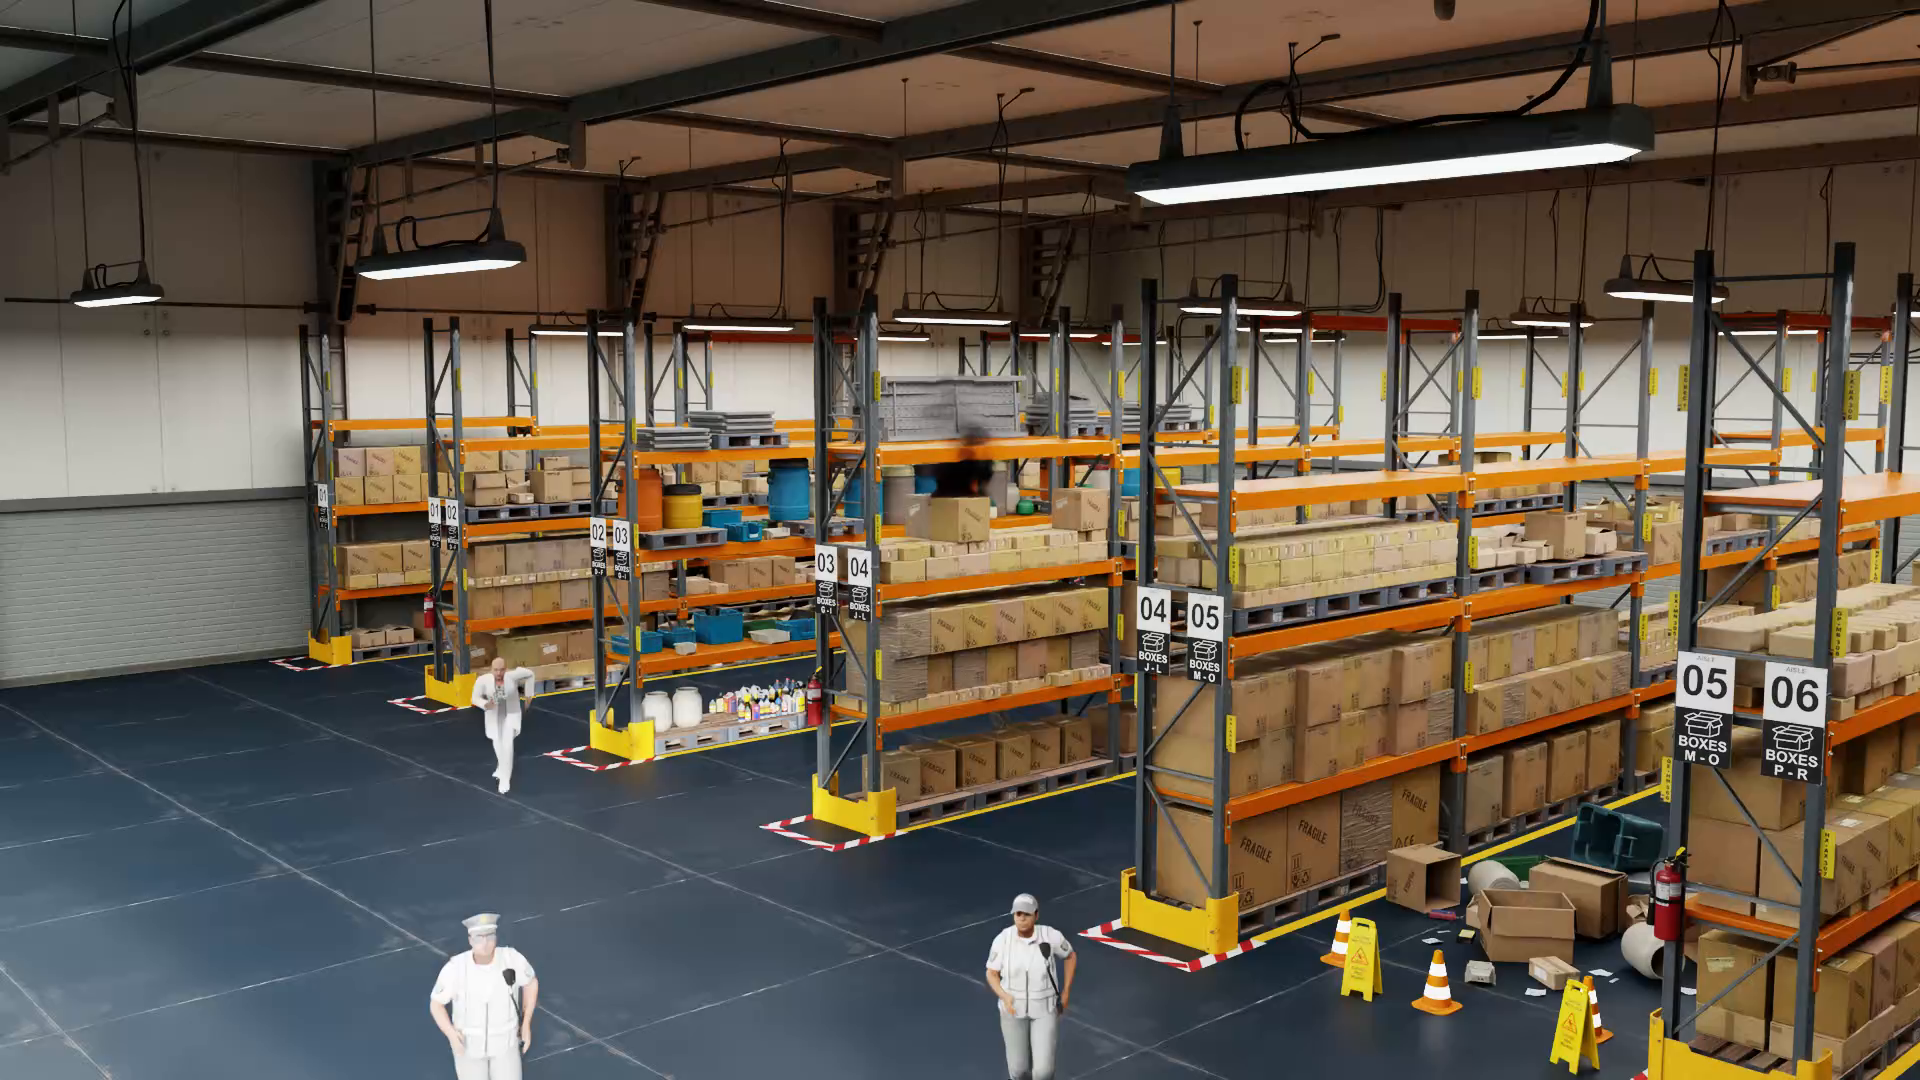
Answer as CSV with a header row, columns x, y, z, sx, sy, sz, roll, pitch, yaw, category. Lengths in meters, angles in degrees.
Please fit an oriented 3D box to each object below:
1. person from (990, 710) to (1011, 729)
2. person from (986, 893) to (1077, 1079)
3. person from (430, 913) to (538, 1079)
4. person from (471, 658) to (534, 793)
x,y,z,sx,sy,sz,roll,pitch,yaw,category
0.556,2.097,22.651,0.684,1.611,0.550,-5,8,-41,person
0.472,3.211,11.305,0.608,1.631,0.598,1,6,8,person
-3.027,3.226,10.623,0.675,1.736,0.592,-2,6,-17,person
-5.683,2.268,20.726,0.743,1.733,1.076,-1,6,-11,person
